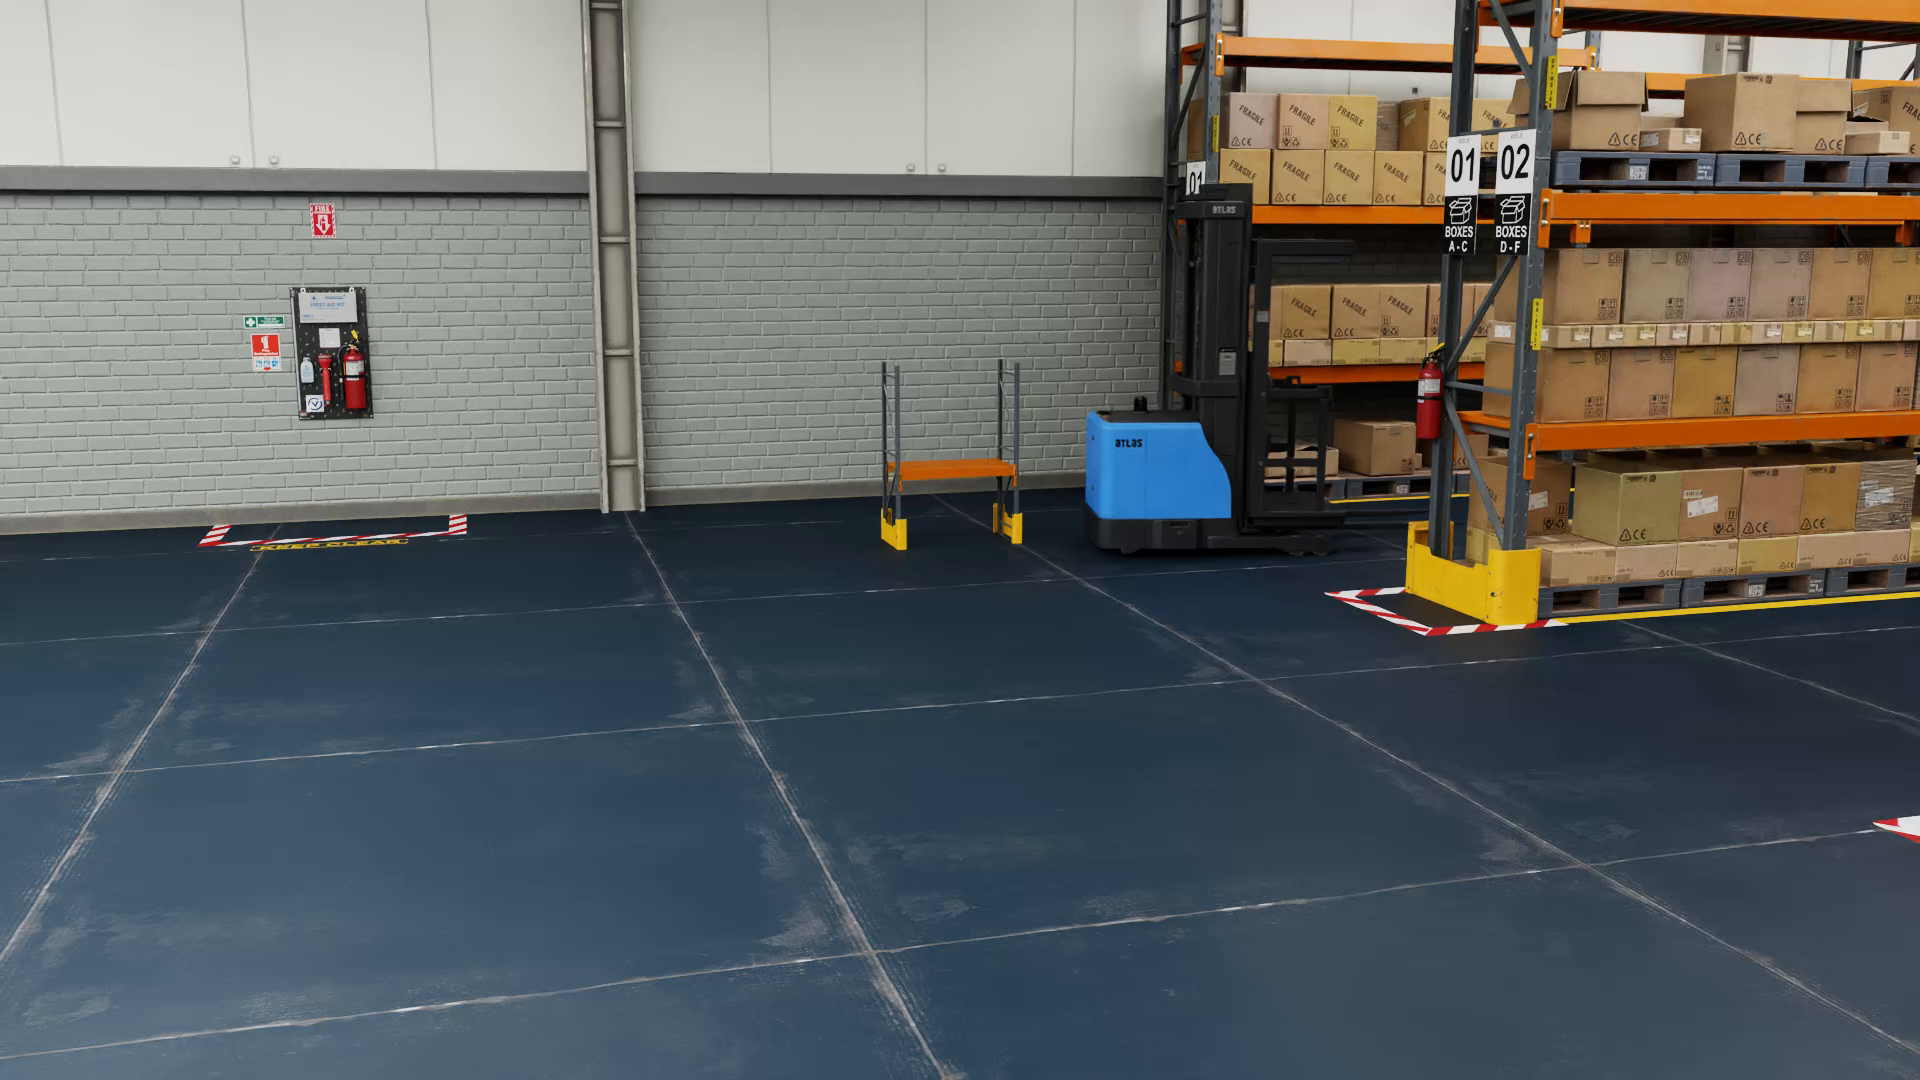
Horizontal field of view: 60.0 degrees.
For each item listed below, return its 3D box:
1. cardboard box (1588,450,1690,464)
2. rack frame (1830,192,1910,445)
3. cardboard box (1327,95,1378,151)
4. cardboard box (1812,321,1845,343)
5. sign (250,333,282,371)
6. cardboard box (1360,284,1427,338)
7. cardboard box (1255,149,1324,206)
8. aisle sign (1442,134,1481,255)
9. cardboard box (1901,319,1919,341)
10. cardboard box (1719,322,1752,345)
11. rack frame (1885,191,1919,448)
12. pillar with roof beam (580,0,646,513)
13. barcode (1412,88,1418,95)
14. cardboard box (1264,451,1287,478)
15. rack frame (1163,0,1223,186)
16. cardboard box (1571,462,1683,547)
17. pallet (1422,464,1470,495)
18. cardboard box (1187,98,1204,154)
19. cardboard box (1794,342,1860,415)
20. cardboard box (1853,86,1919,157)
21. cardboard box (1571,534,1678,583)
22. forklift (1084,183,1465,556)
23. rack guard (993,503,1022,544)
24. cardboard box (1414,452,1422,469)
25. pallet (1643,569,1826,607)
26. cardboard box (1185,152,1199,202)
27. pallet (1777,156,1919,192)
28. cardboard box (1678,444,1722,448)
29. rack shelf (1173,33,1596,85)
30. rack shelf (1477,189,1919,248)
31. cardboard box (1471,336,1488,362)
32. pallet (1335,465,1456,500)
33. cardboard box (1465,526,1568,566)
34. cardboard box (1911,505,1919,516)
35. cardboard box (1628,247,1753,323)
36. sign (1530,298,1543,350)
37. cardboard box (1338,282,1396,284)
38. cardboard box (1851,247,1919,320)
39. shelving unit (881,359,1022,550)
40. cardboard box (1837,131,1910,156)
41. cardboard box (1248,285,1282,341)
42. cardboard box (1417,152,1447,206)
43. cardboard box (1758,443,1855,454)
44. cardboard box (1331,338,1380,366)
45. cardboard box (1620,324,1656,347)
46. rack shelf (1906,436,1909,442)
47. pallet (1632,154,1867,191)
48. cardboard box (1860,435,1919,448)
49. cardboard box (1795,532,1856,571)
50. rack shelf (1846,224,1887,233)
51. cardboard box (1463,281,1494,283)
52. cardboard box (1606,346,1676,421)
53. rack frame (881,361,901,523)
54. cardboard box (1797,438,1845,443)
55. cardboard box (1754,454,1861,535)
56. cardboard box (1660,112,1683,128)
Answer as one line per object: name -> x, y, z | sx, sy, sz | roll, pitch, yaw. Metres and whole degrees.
cardboard box -> 4.944, -0.374, 12.154 | 0.500, 0.500, 0.500 | -3, 11, -16
rack frame -> 9.849, -2.284, 18.170 | 0.127, 3.000, 1.000 | -3, 11, -16
cardboard box -> 3.591, -3.927, 15.716 | 0.500, 0.500, 0.500 | -3, 11, -14
cardboard box -> 5.976, -1.474, 11.701 | 0.250, 0.149, 0.380 | -3, 11, -14
sign -> -6.105, -1.651, 14.629 | 0.234, 0.329, 0.001 | -3, 11, -16
cardboard box -> 4.178, -2.233, 16.177 | 0.500, 0.500, 0.500 | -3, 11, -14
cardboard box -> 3.085, -3.408, 15.658 | 0.500, 0.500, 0.500 | -2, 11, -12
aisle sign -> 3.411, -2.345, 11.318 | 0.004, 0.787, 0.394 | -3, 11, -16
cardboard box -> 6.707, -1.512, 11.908 | 0.250, 0.149, 0.380 | -3, 11, -18
cardboard box -> 5.229, -1.435, 11.487 | 0.250, 0.149, 0.380 | -3, 11, -17
rack frame -> 7.397, -1.221, 12.393 | 0.127, 3.000, 1.000 | -3, 11, -16
pillar with roof beam -> -1.959, -3.964, 10.722 | 0.400, 9.000, 9.100 | -3, 11, -16
barcode -> 4.554, -4.496, 16.650 | 0.075, 0.075, 0.001 | -3, 11, -16
cardboard box -> 2.858, -0.793, 16.279 | 0.500, 0.311, 0.500 | -4, 11, -22
rack frame -> 2.168, -4.830, 15.427 | 0.127, 3.000, 1.000 | -3, 11, -16
cardboard box -> 4.613, -0.256, 11.514 | 0.500, 0.500, 0.500 | -3, 11, -16
pallet -> 5.374, -0.670, 17.105 | 1.213, 0.211, 1.003 | -3, 11, -16
cardboard box -> 2.509, -3.973, 15.963 | 0.500, 0.500, 0.500 | -3, 11, -13
cardboard box -> 5.985, -1.194, 11.971 | 0.500, 0.500, 0.700 | -3, 11, -15
cardboard box -> 6.840, -3.041, 12.173 | 0.500, 0.500, 0.500 | -2, 11, -11
cardboard box -> 4.613, 0.113, 11.583 | 0.500, 0.250, 0.500 | -3, 11, -16
forklift -> 2.591, -1.407, 13.593 | 3.031, 2.935, 1.130 | -1, 10, -3
rack guard -> 0.405, -0.144, 14.140 | 0.087, 0.250, 0.587 | -3, 11, -16
cardboard box -> 4.468, -0.819, 16.868 | 0.250, 0.149, 0.380 | -4, 11, -21
pallet -> 5.448, 0.246, 12.128 | 1.213, 0.211, 1.003 | -3, 11, -16
cardboard box -> 2.498, -3.479, 16.042 | 0.500, 0.500, 0.500 | -2, 11, -12
pallet -> 6.585, -2.605, 11.871 | 1.213, 0.211, 1.003 | -3, 11, -16
cardboard box -> 7.694, -1.163, 17.766 | 0.500, 0.500, 0.700 | -3, 11, -15
rack shelf -> 4.089, -4.576, 16.043 | 4.000, 0.370, 1.077 | -3, 11, -16
rack shelf -> 5.477, -2.241, 11.637 | 4.000, 0.370, 1.077 | -3, 11, -16
cardboard box -> 5.158, -1.917, 16.536 | 0.500, 0.250, 0.500 | -3, 11, -16
pallet -> 4.200, -0.608, 16.766 | 1.213, 0.211, 1.003 | -3, 11, -16
cardboard box -> 3.989, 0.049, 11.931 | 0.500, 0.250, 0.500 | -3, 11, -16
cardboard box -> 7.714, -0.147, 12.992 | 0.500, 0.250, 0.500 | -3, 11, -16
cardboard box -> 5.046, -1.783, 11.587 | 0.500, 0.500, 0.700 | -3, 11, -16
sign -> 3.706, -1.386, 10.683 | 0.005, 0.325, 0.100 | -3, 11, -16
cardboard box -> 4.026, -2.321, 16.658 | 0.500, 0.500, 0.500 | -3, 11, -15
cardboard box -> 6.488, -1.859, 11.999 | 0.500, 0.500, 0.700 | -3, 11, -16
shelving unit -> -0.073, -0.734, 13.890 | 1.083, 1.500, 0.587 | -3, 11, -16
cardboard box -> 6.315, -2.739, 11.504 | 0.250, 0.149, 0.380 | -3, 11, -16
cardboard box -> 2.711, -2.156, 15.762 | 0.500, 0.500, 0.500 | -3, 11, -16
cardboard box -> 4.582, -3.490, 16.100 | 0.500, 0.500, 0.500 | -3, 11, -18
cardboard box -> 6.386, -0.448, 12.560 | 0.500, 0.500, 0.500 | -3, 11, -16
cardboard box -> 3.711, -1.838, 16.107 | 0.500, 0.250, 0.500 | -3, 11, -17
cardboard box -> 4.486, -1.395, 11.273 | 0.250, 0.149, 0.380 | -3, 11, -16
rack shelf -> 9.317, -0.968, 13.008 | 4.000, 0.370, 1.077 | -3, 11, -16
pallet -> 5.416, -2.544, 11.539 | 1.213, 0.211, 1.003 | -3, 11, -16
cardboard box -> 10.592, -1.448, 18.404 | 0.750, 0.750, 0.750 | -3, 11, -17
cardboard box -> 6.054, 0.038, 11.991 | 0.500, 0.250, 0.500 | -3, 11, -16
rack shelf -> 11.770, -3.507, 18.513 | 4.000, 0.370, 1.077 | -3, 11, -16
cardboard box -> 5.499, -2.399, 17.082 | 0.500, 0.500, 0.500 | -3, 11, -17
cardboard box -> 4.511, -1.116, 11.550 | 0.500, 0.500, 0.700 | -3, 11, -14
rack frame -> -0.570, -0.708, 13.748 | 0.032, 1.500, 0.500 | -3, 11, -16
cardboard box -> 9.173, -1.226, 18.109 | 0.500, 0.500, 0.700 | -3, 11, -15
cardboard box -> 6.050, -0.333, 11.935 | 0.500, 0.500, 0.500 | -3, 11, -16
cardboard box -> 5.122, -2.857, 11.698 | 0.500, 0.311, 0.500 | -2, 11, -9
